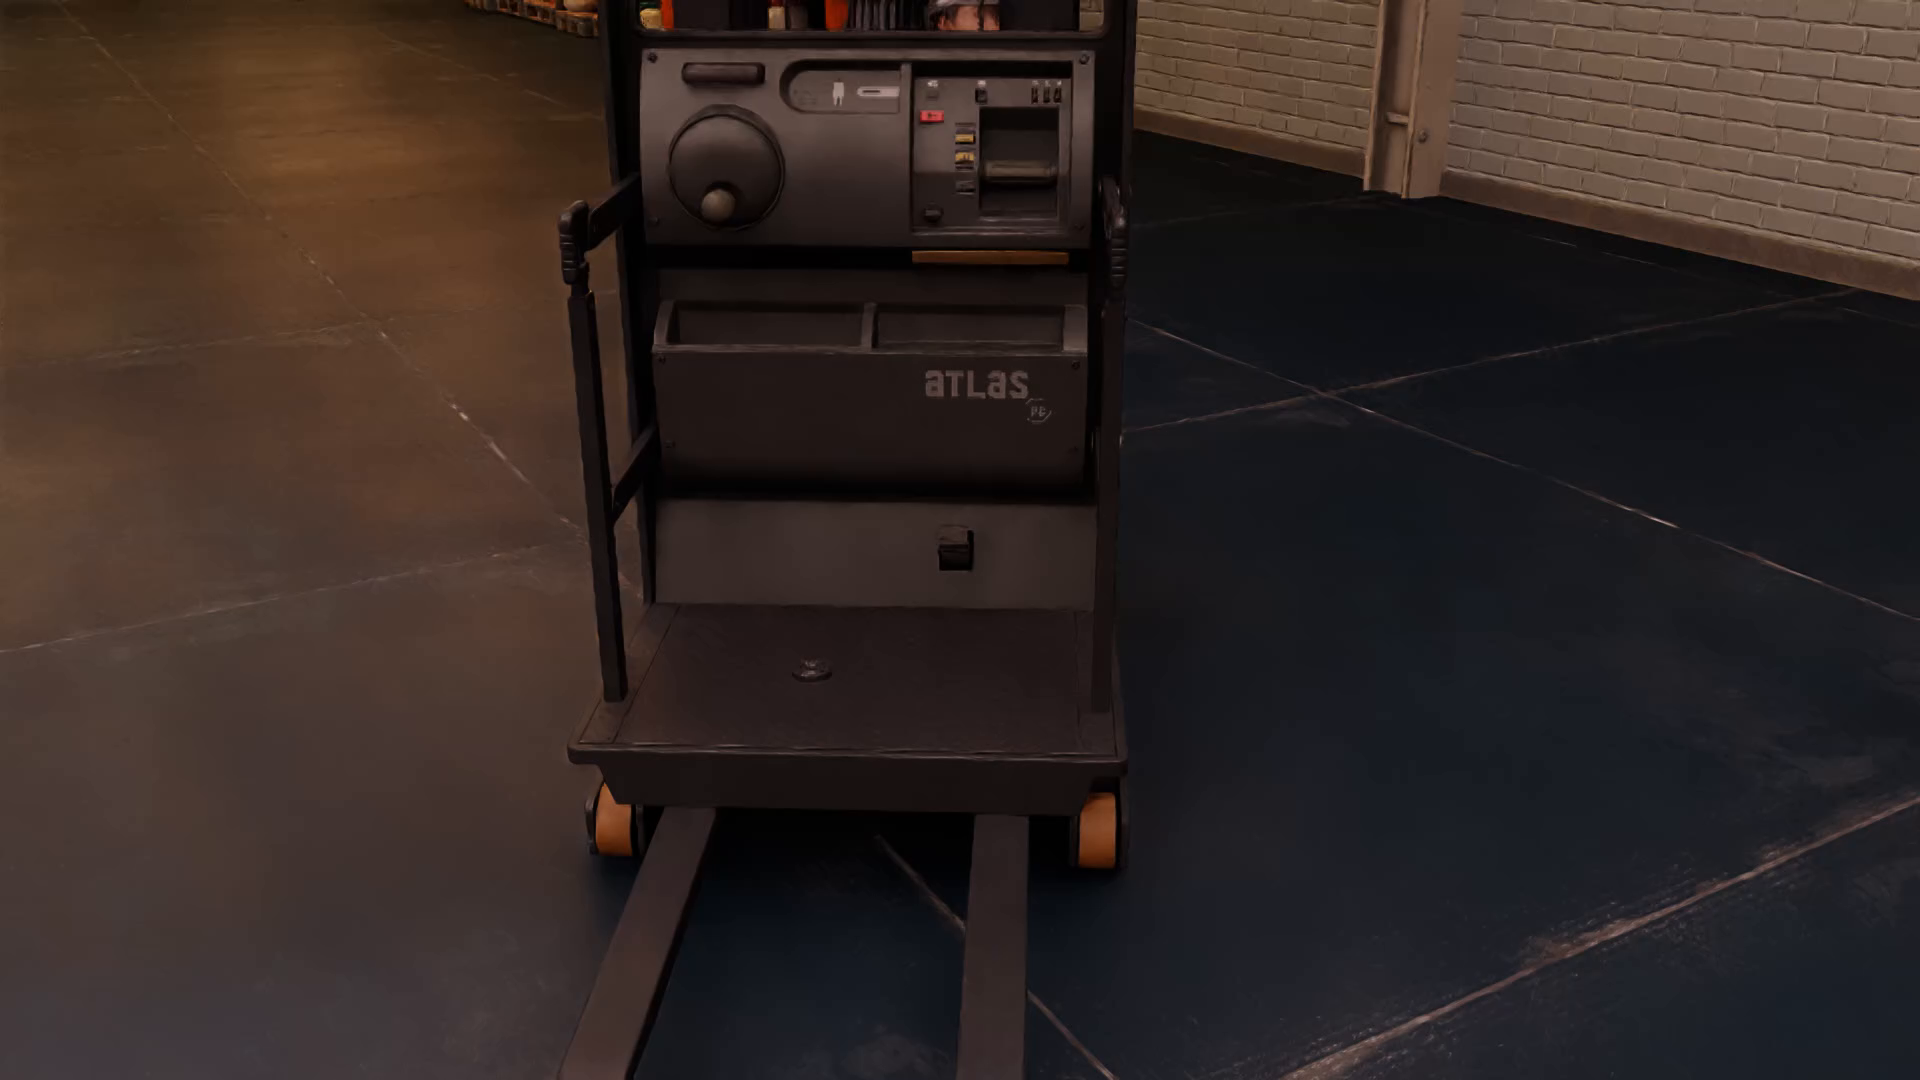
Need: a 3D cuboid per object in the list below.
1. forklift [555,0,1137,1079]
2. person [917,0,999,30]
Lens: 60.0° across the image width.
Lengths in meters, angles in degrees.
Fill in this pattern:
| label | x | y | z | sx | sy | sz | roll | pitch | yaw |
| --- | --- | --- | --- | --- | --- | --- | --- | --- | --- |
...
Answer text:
| label | x | y | z | sx | sy | sz | roll | pitch | yaw |
| --- | --- | --- | --- | --- | --- | --- | --- | --- | --- |
| forklift | -0.199 | -0.794 | 3.208 | 1.130 | 2.935 | 3.031 | 1 | 22 | 3 |
| person | 0.064 | -0.753 | 4.726 | 0.584 | 1.695 | 0.598 | -12 | 25 | -27 |
